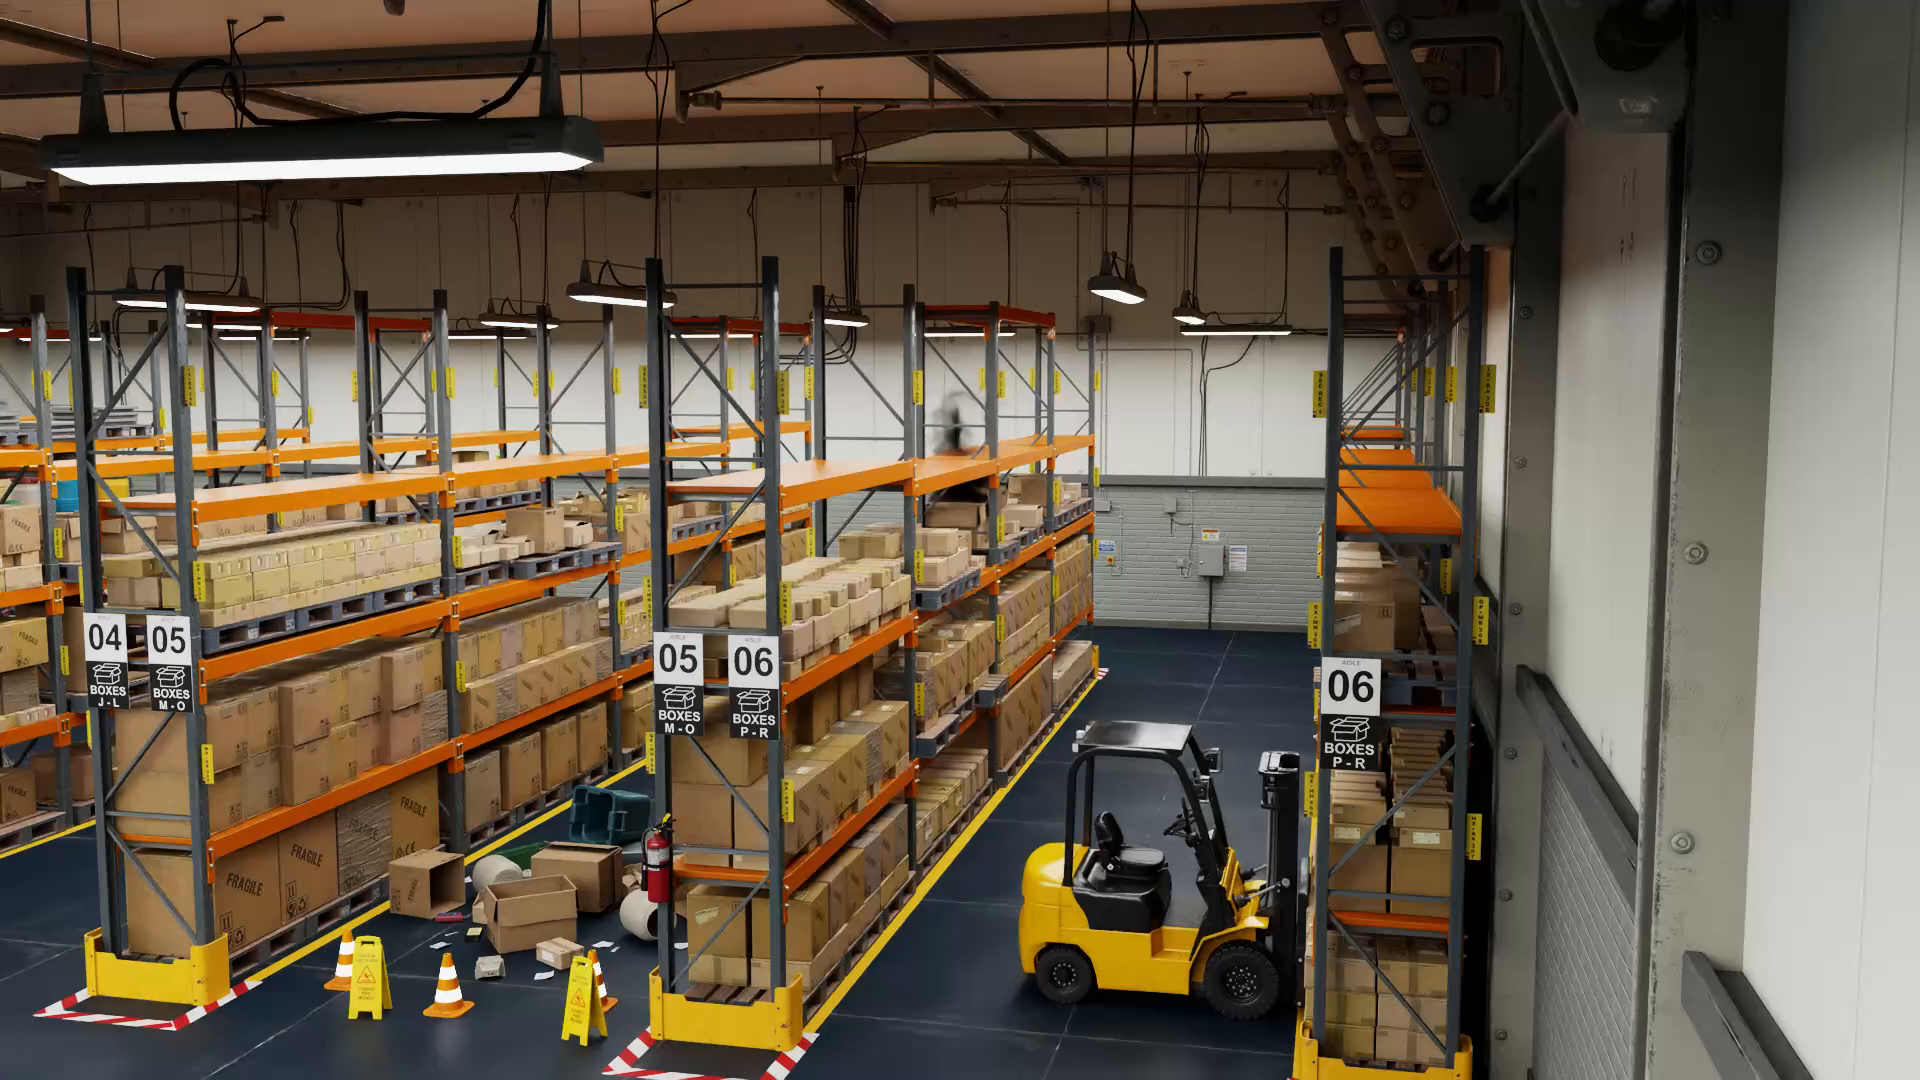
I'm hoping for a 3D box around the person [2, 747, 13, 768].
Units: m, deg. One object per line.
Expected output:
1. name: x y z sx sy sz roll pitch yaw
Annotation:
1. person: -11.662 2.251 20.076 0.643 1.796 0.805 1 6 10
